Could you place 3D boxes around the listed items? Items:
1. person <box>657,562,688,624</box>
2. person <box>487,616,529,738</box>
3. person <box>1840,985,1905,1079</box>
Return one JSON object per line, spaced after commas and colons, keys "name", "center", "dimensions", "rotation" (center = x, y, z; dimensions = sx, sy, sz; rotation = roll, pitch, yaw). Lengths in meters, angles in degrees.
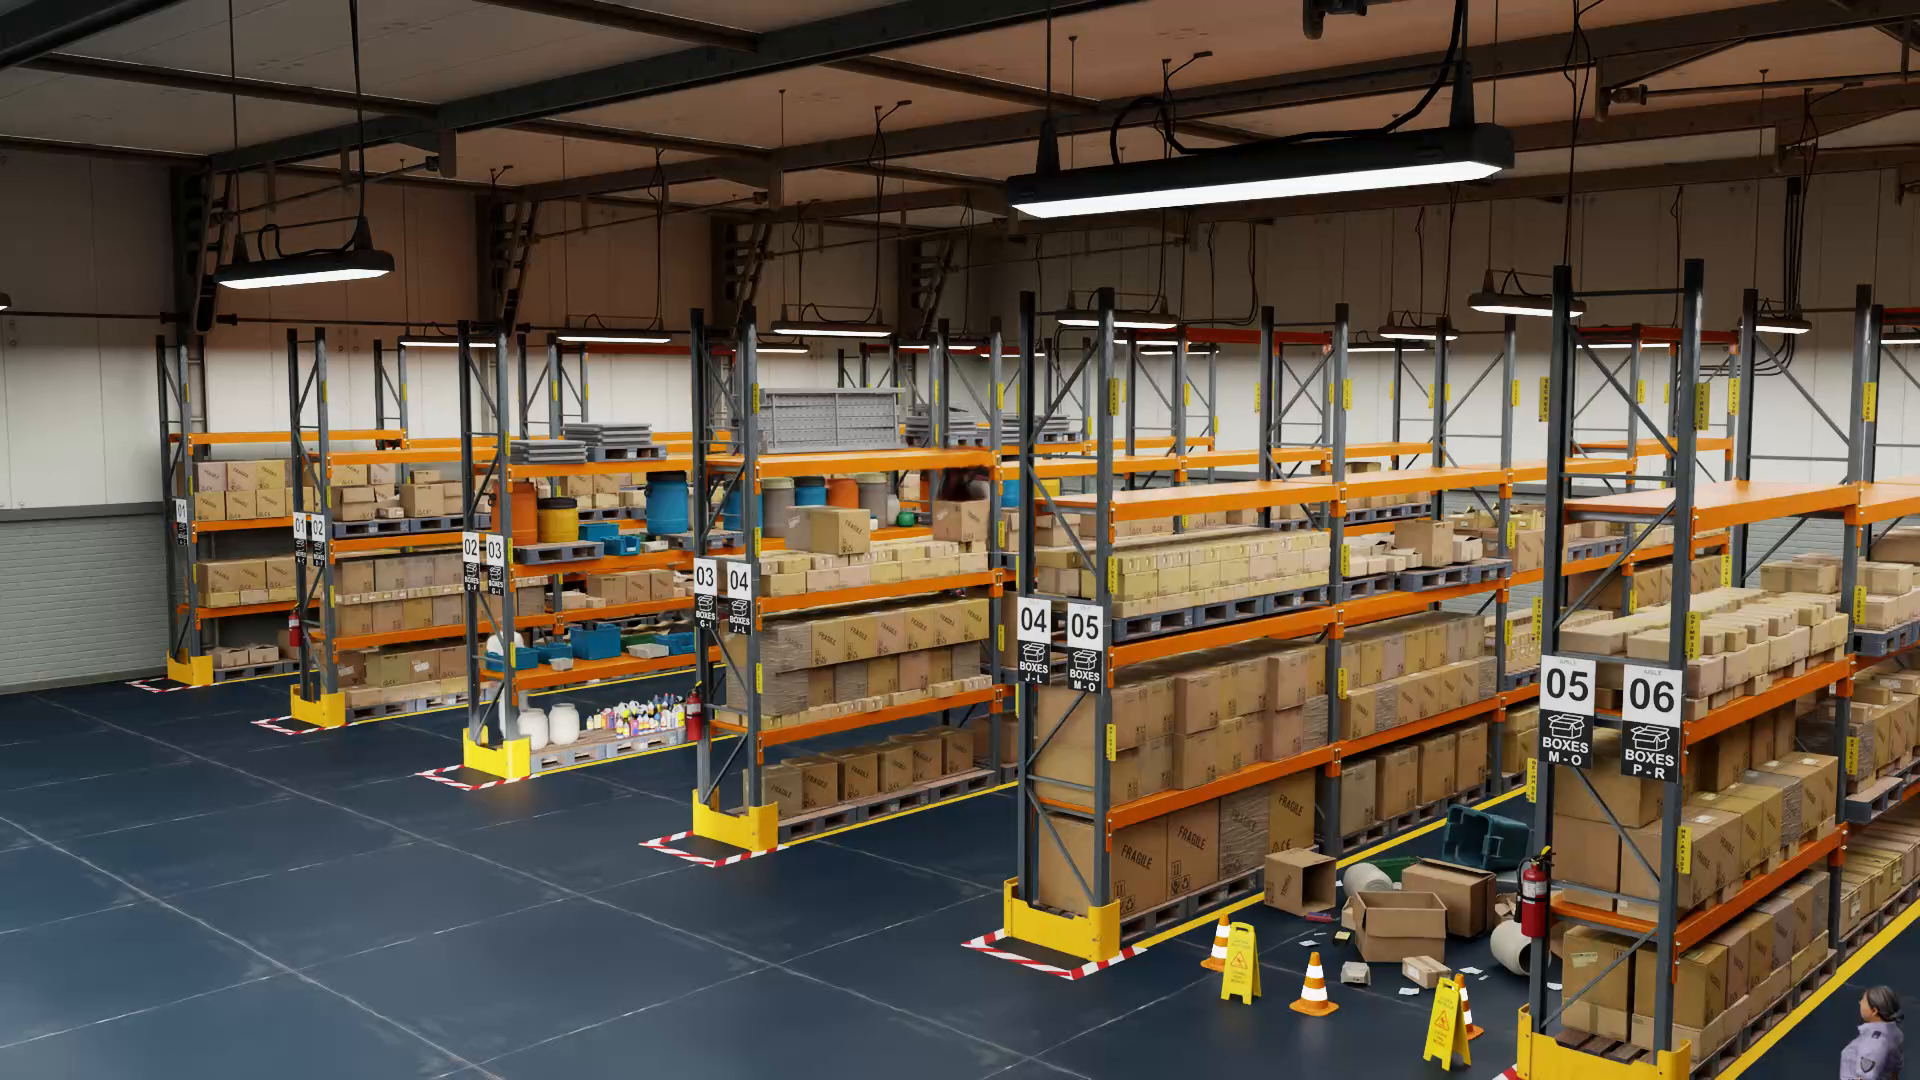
{"name": "person", "center": [-5.823, 1.174, 33.721], "dimensions": [0.534, 1.639, 0.951], "rotation": [4, 7, 37]}
{"name": "person", "center": [-6.601, 2.026, 24.395], "dimensions": [0.651, 1.809, 0.488], "rotation": [-2, 6, -22]}
{"name": "person", "center": [5.434, 3.431, 9.813], "dimensions": [0.702, 1.633, 0.481], "rotation": [2, 6, 21]}
